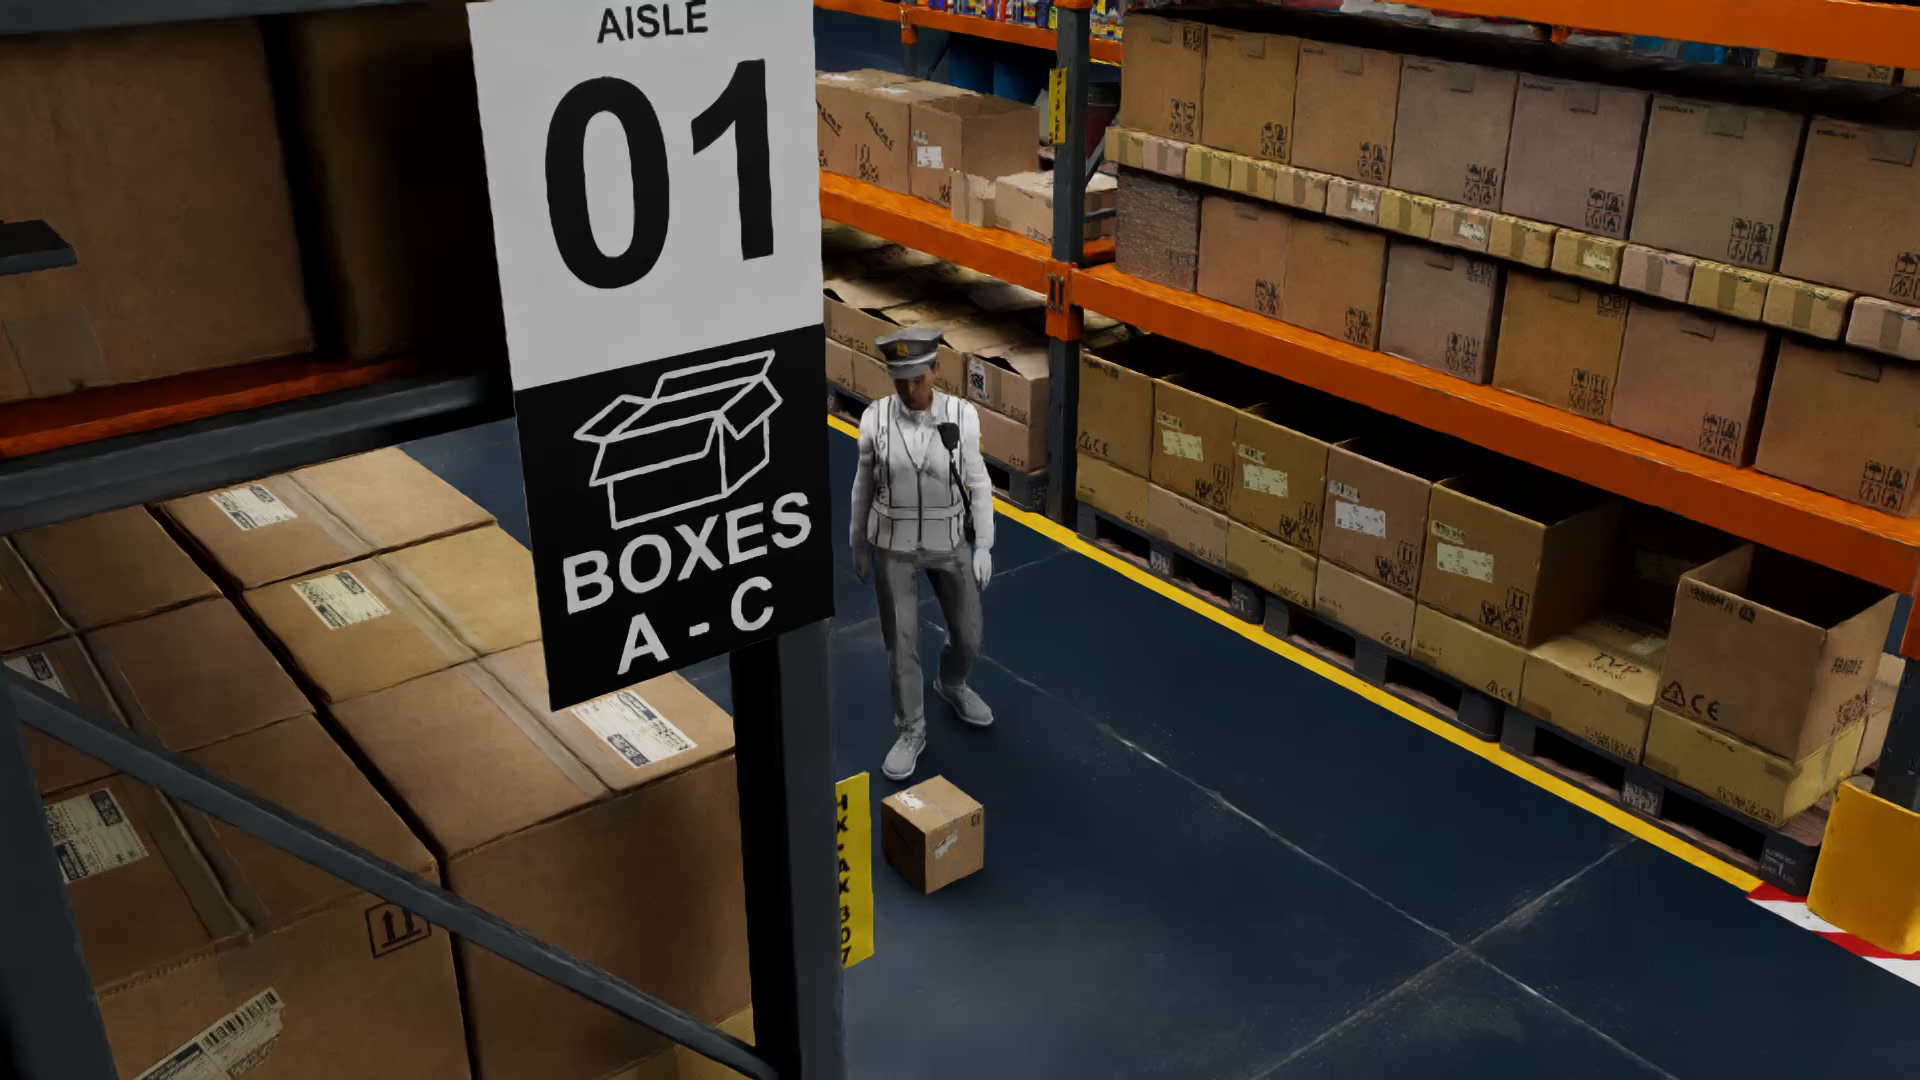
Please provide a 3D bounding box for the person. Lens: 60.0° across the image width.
[{"bbox_3d":[-0.134,0.025,6.034,0.537,1.667,0.530,-1,25,-3],"label":"person"}]
